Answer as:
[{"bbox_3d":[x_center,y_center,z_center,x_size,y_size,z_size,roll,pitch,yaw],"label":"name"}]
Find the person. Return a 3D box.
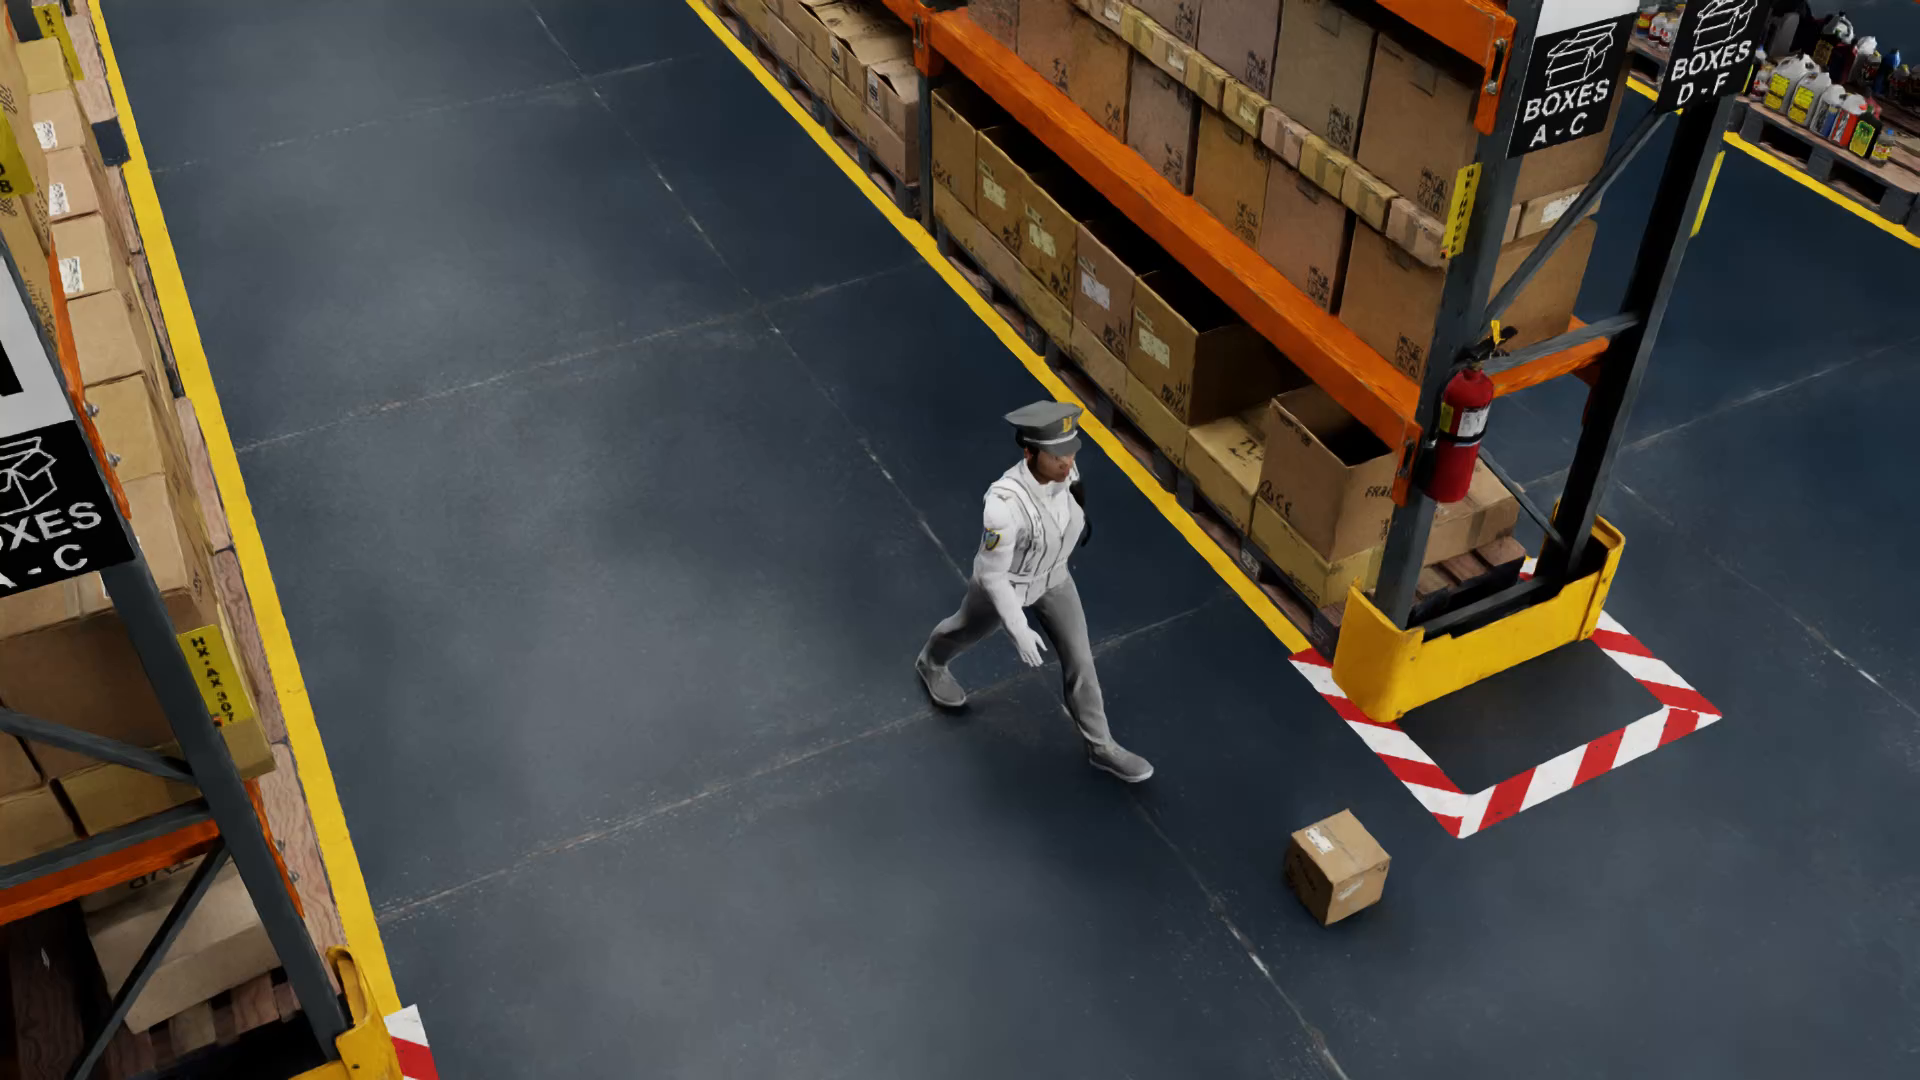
[{"bbox_3d":[0.268,0.148,5.999,0.563,1.601,1.082,-32,50,-31],"label":"person"}]
